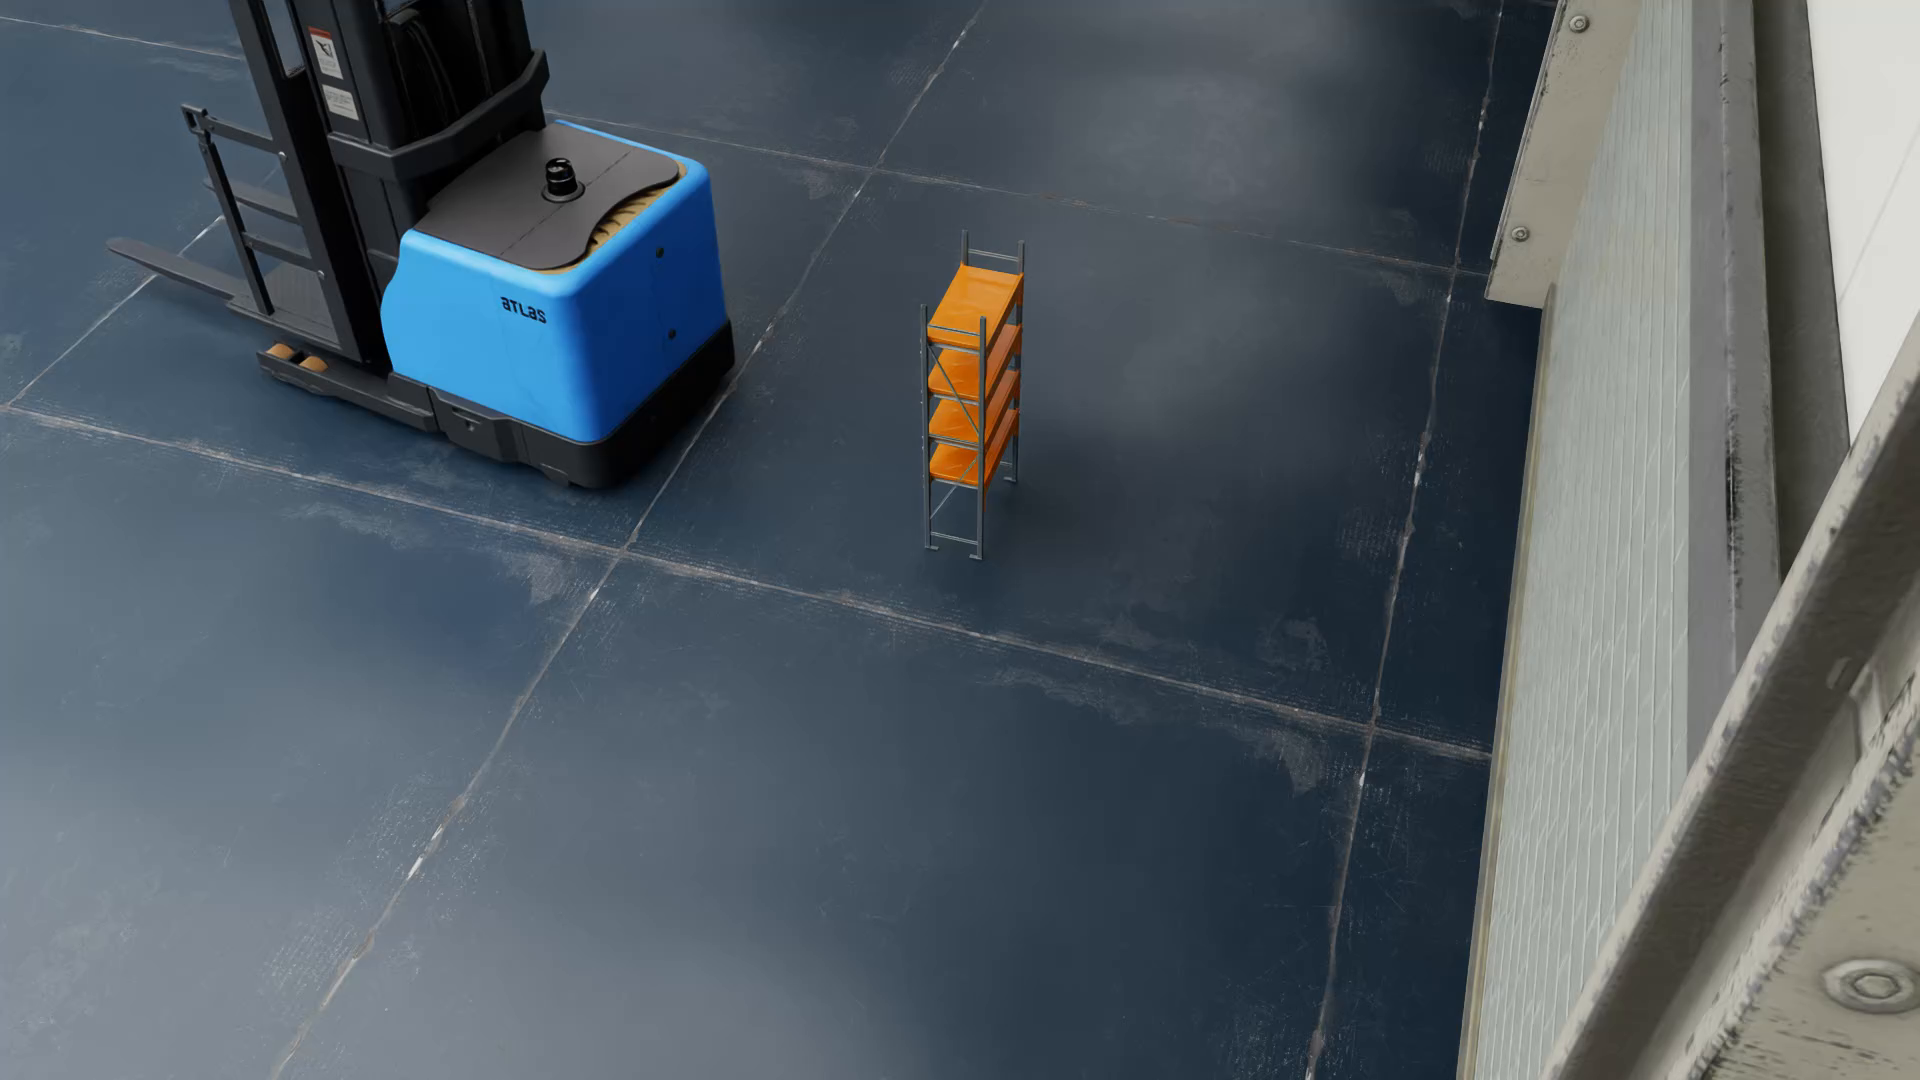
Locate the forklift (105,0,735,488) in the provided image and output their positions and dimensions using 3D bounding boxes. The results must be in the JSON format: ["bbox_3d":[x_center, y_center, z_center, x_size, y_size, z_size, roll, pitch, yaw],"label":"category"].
[{"bbox_3d":[-2.555,-2.002,6.701,3.031,2.935,1.130,20,48,20],"label":"forklift"}]

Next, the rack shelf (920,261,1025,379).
[{"bbox_3d":[0.050,-0.820,6.168,0.258,0.148,0.480,13,46,13],"label":"rack shelf"}]

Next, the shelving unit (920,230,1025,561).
[{"bbox_3d":[0.050,-0.539,6.443,0.258,1.200,0.503,13,46,13],"label":"shelving unit"}]

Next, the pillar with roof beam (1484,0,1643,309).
[{"bbox_3d":[-1.397,-5.379,5.813,9.100,9.000,0.400,13,46,13],"label":"pillar with roof beam"}]

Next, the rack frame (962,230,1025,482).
[{"bbox_3d":[0.124,-0.702,6.609,0.240,1.200,0.015,13,46,13],"label":"rack frame"}]

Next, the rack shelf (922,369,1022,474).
[{"bbox_3d":[0.050,-0.491,6.490,0.258,0.148,0.480,13,46,13],"label":"rack shelf"}]

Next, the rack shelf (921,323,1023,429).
[{"bbox_3d":[0.050,-0.651,6.334,0.258,0.148,0.480,13,46,13],"label":"rack shelf"}]

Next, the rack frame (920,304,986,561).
[{"bbox_3d":[-0.024,-0.377,6.277,0.240,1.200,0.015,13,46,13],"label":"rack frame"}]

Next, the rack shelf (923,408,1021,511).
[{"bbox_3d":[0.050,-0.349,6.629,0.258,0.148,0.480,13,46,13],"label":"rack shelf"}]
